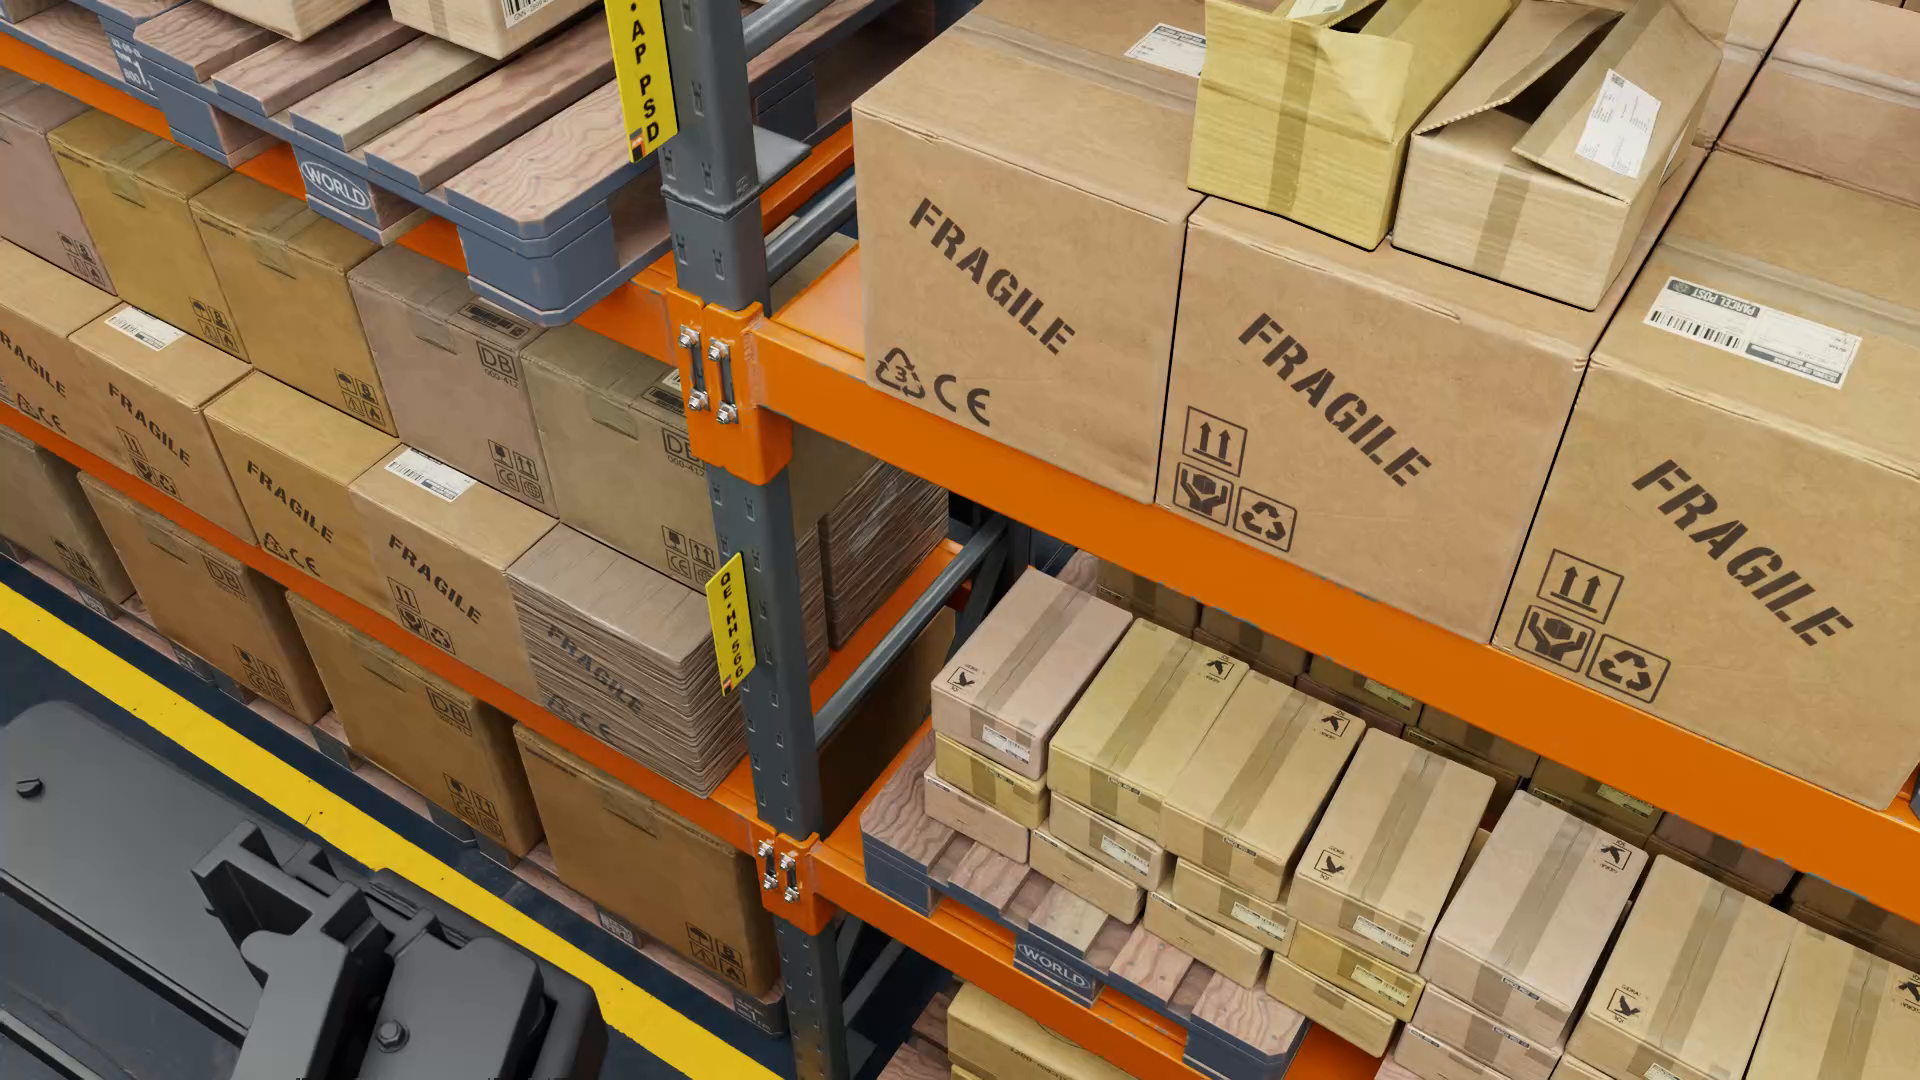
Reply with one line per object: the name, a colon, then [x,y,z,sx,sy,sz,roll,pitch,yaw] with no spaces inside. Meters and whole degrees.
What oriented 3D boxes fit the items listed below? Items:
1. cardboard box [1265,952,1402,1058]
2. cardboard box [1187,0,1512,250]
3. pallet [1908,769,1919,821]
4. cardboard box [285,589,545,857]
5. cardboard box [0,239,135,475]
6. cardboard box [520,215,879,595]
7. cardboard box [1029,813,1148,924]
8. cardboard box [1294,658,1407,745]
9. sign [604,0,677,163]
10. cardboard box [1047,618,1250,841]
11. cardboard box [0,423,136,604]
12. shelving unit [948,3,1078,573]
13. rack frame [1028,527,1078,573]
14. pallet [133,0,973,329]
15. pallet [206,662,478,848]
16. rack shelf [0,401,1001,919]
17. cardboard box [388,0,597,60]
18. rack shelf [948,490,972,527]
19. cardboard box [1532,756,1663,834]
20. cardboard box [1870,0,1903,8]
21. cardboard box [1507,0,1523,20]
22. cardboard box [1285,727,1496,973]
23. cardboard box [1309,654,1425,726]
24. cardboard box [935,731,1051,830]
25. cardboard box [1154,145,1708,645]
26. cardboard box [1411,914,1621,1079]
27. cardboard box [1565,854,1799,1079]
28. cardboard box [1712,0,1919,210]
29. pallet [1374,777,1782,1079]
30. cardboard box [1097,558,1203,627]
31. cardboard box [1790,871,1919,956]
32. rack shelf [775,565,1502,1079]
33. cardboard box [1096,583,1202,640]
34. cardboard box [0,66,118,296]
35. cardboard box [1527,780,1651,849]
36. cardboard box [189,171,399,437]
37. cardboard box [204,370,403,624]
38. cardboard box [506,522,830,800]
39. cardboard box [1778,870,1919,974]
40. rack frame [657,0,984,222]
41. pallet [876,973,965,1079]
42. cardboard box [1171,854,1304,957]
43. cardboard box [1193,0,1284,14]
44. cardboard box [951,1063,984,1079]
cardboard box: [0.808,0.781,3.282,0.250,0.149,0.380,27,52,24]
cardboard box: [0.485,-0.591,2.038,0.258,0.266,0.396,25,51,22]
pallet: [1.889,0.099,2.102,1.003,0.211,1.213,25,51,22]
cardboard box: [-1.342,0.244,5.197,0.750,0.750,1.050,25,51,23]
cardboard box: [-2.366,-0.594,4.666,0.500,0.500,0.500,24,51,22]
cardboard box: [-0.513,-0.330,3.712,0.500,0.500,0.700,24,51,22]
cardboard box: [0.353,0.574,3.483,0.250,0.149,0.380,27,52,24]
cardboard box: [0.947,0.285,3.764,0.250,0.149,0.380,26,51,23]
sign: [-0.447,-0.688,2.320,0.005,0.325,0.100,25,51,22]
cardboard box: [0.371,0.366,3.271,0.250,0.149,0.380,23,50,21]
cardboard box: [-2.937,-0.492,5.912,0.750,0.750,1.050,24,51,22]
shelving unit: [0.139,-0.668,5.435,0.503,2.100,0.431,25,51,22]
rack frame: [0.345,-0.573,5.343,0.015,2.100,0.400,25,51,22]
pallet: [-0.711,-0.963,3.135,1.003,0.211,1.213,27,52,24]
pallet: [-1.786,0.381,5.732,1.213,0.211,1.003,25,51,22]
rack shelf: [-1.824,-0.290,4.942,4.000,0.370,1.077,25,51,22]
cardboard box: [-0.764,-1.011,2.850,0.250,0.166,0.380,25,51,22]
rack shelf: [0.139,-0.170,5.946,0.480,0.518,0.431,25,51,22]
cardboard box: [1.388,0.385,3.459,0.250,0.149,0.380,24,51,22]
cardboard box: [3.320,-2.206,6.232,0.500,0.500,0.500,23,50,21]
cardboard box: [0.780,-0.924,2.362,0.258,0.266,0.396,25,51,22]
cardboard box: [0.798,0.566,3.076,0.250,0.149,0.380,23,50,21]
cardboard box: [0.969,0.190,3.649,0.250,0.149,0.380,26,51,23]
cardboard box: [0.158,0.379,3.465,0.250,0.149,0.380,27,52,24]
cardboard box: [0.621,-0.276,2.265,0.500,0.500,0.500,25,51,22]
cardboard box: [1.035,0.779,3.077,0.250,0.149,0.380,25,51,22]
cardboard box: [1.251,0.771,2.877,0.250,0.149,0.380,26,51,23]
cardboard box: [1.324,-0.397,2.383,0.500,0.500,0.500,25,51,22]
pallet: [1.548,1.042,3.280,1.213,0.211,1.003,25,51,22]
cardboard box: [0.521,-0.013,3.846,0.250,0.149,0.380,26,51,23]
cardboard box: [1.825,0.585,3.265,0.250,0.149,0.380,24,50,21]
rack shelf: [1.543,1.258,3.437,4.000,0.370,1.077,25,51,22]
cardboard box: [0.523,0.088,3.955,0.250,0.149,0.380,26,51,23]
cardboard box: [-2.227,-1.116,4.476,0.500,0.500,0.700,25,51,22]
cardboard box: [1.383,0.487,3.568,0.250,0.149,0.380,23,50,20]
cardboard box: [-1.373,-0.722,4.093,0.500,0.500,0.700,24,50,22]
cardboard box: [-1.505,-0.201,4.284,0.500,0.500,0.500,24,50,21]
cardboard box: [-0.665,0.186,3.908,0.500,0.500,0.500,25,51,22]
cardboard box: [1.831,0.691,3.369,0.250,0.149,0.380,23,50,20]
rack frame: [-0.141,-1.857,1.780,0.127,3.000,1.000,25,51,22]
pallet: [0.516,1.509,4.637,1.213,0.211,1.003,25,51,22]
cardboard box: [0.614,0.584,3.266,0.250,0.149,0.380,23,50,21]
cardboard box: [0.477,-0.779,2.754,0.500,0.500,0.500,25,51,22]
cardboard box: [0.317,1.386,4.262,0.500,0.500,0.500,23,50,21]
